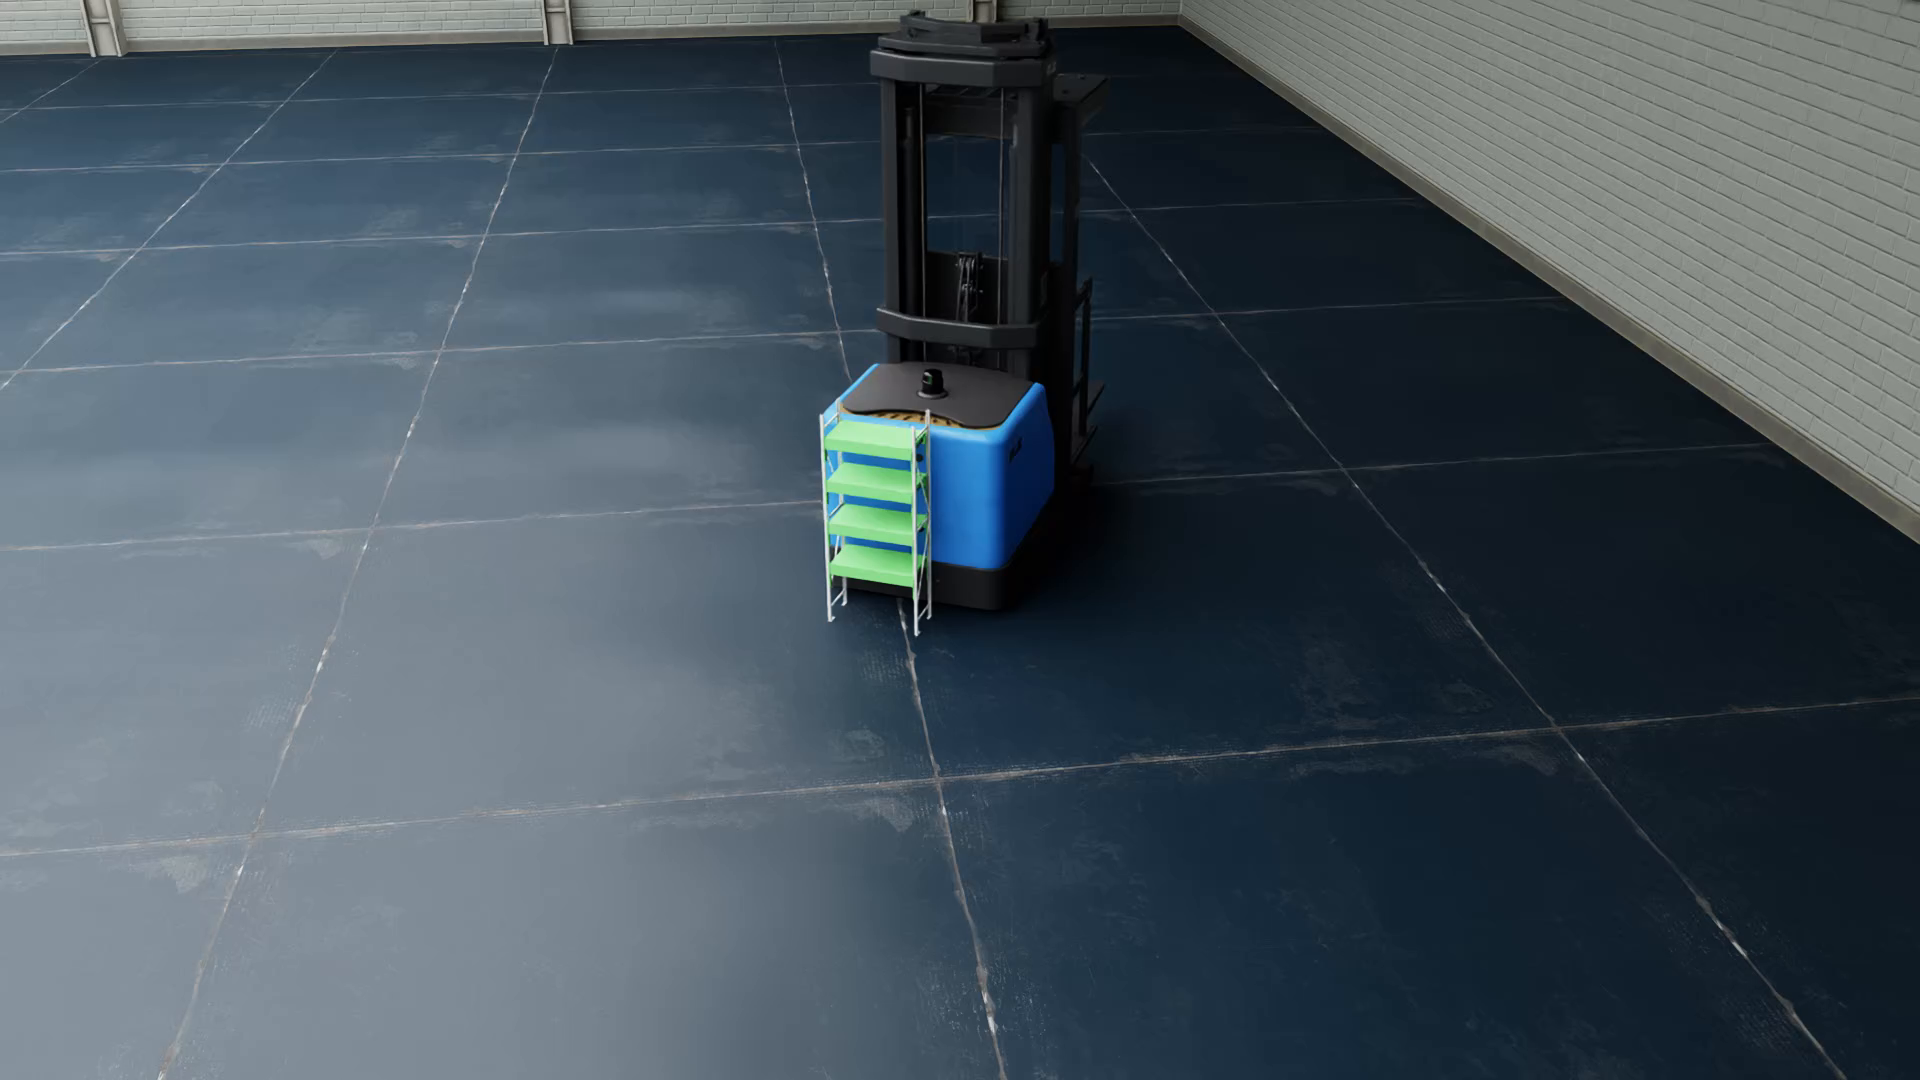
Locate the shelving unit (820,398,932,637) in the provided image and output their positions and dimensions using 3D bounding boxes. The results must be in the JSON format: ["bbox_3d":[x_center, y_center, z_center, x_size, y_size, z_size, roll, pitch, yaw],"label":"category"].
[{"bbox_3d":[-0.427,-0.110,8.649,0.503,1.200,0.258,8,28,16],"label":"shelving unit"}]

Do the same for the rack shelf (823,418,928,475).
[{"bbox_3d":[-0.427,-0.480,8.459,0.480,0.148,0.258,8,28,16],"label":"rack shelf"}]

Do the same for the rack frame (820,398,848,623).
[{"bbox_3d":[-0.659,-0.144,8.716,0.015,1.200,0.240,8,28,16],"label":"rack frame"}]

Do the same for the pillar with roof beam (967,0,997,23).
[{"bbox_3d":[0.913,-9.435,18.280,0.400,9.000,9.100,-4,27,-7],"label":"pillar with roof beam"}]

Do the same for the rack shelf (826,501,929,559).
[{"bbox_3d":[-0.427,-0.053,8.678,0.480,0.148,0.258,8,28,16],"label":"rack shelf"}]

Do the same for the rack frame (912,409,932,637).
[{"bbox_3d":[-0.195,-0.075,8.582,0.015,1.200,0.240,8,28,16],"label":"rack frame"}]

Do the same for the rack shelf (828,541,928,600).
[{"bbox_3d":[-0.427,0.161,8.788,0.480,0.148,0.258,8,28,16],"label":"rack shelf"}]

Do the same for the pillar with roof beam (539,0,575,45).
[{"bbox_3d":[-5.029,-9.053,17.536,0.400,9.000,9.100,-4,27,-7],"label":"pillar with roof beam"}]

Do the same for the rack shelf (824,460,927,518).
[{"bbox_3d":[-0.427,-0.266,8.569,0.480,0.148,0.258,8,28,16],"label":"rack shelf"}]

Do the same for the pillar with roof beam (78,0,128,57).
[{"bbox_3d":[-10.970,-8.671,16.793,0.400,9.000,9.100,-4,27,-7],"label":"pillar with roof beam"}]

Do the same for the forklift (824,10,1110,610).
[{"bbox_3d":[0.200,-1.585,9.628,1.130,2.935,3.031,8,28,16],"label":"forklift"}]
